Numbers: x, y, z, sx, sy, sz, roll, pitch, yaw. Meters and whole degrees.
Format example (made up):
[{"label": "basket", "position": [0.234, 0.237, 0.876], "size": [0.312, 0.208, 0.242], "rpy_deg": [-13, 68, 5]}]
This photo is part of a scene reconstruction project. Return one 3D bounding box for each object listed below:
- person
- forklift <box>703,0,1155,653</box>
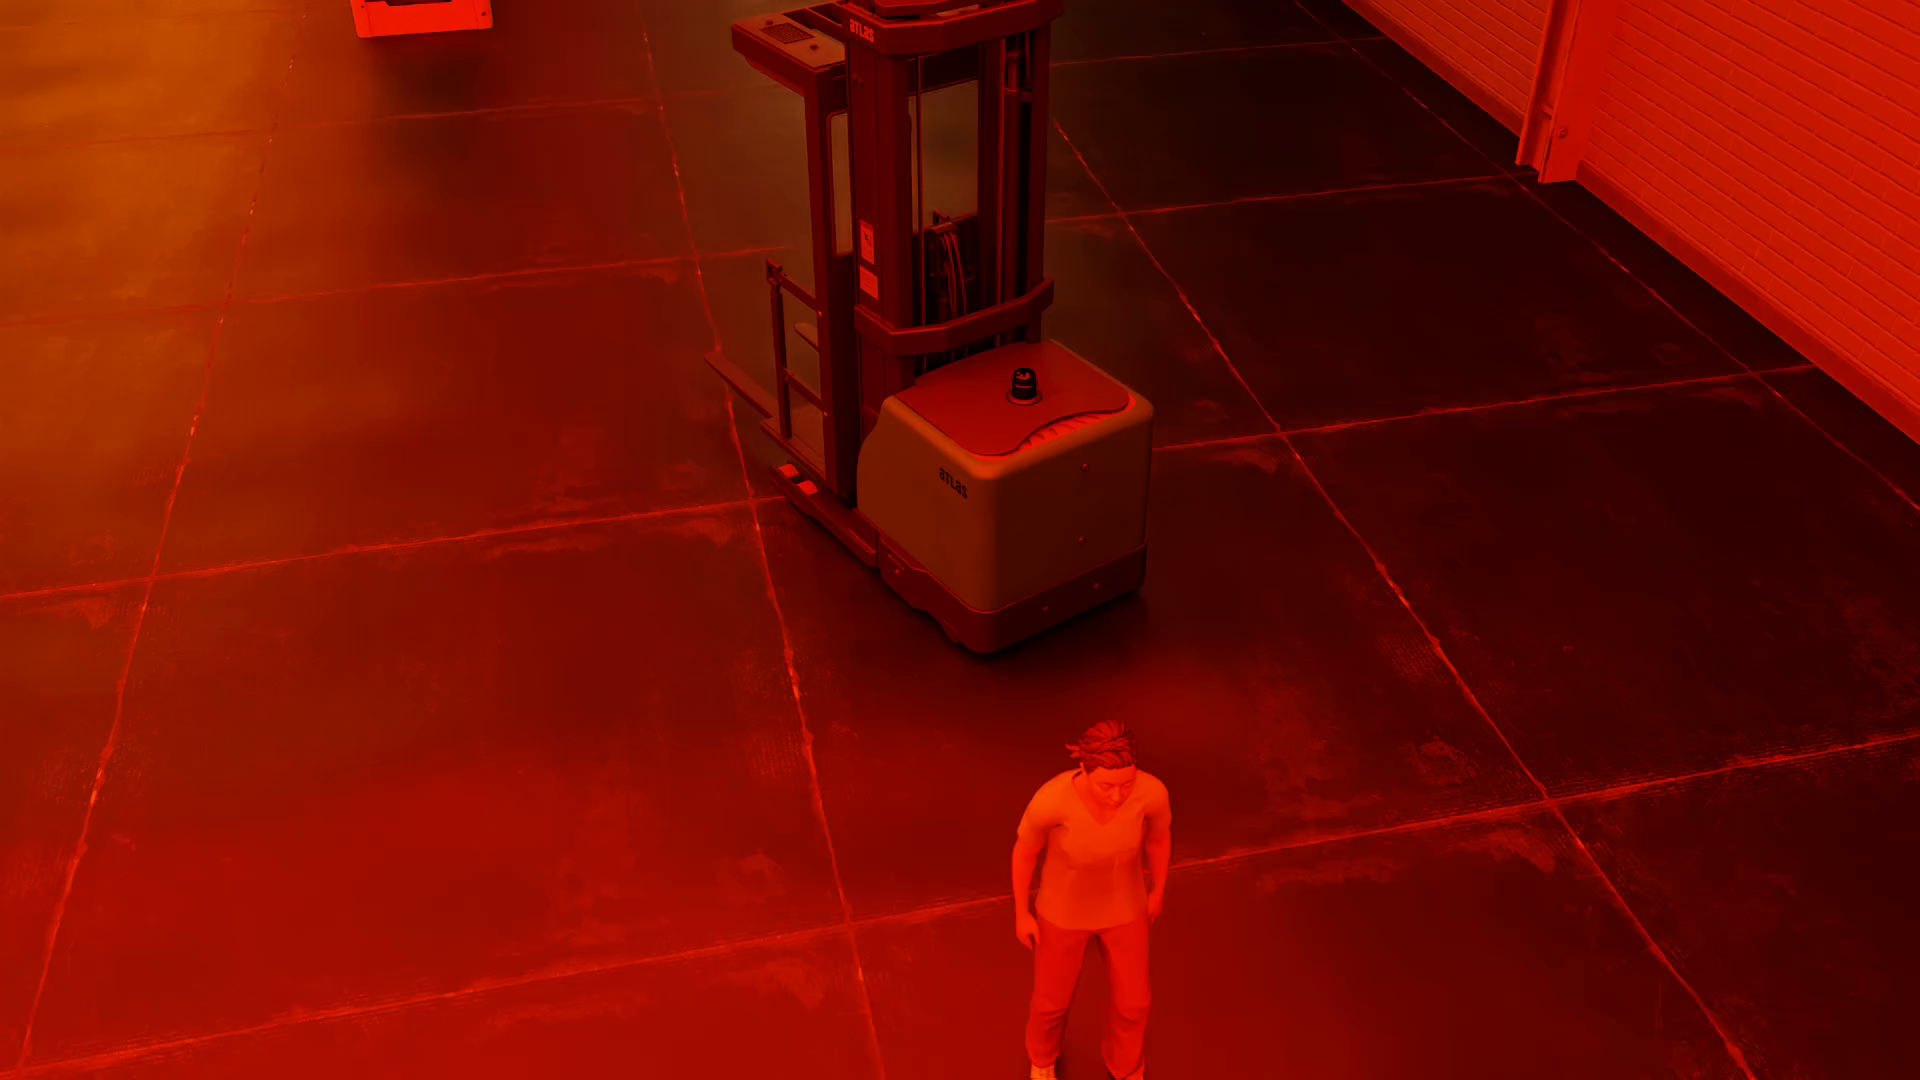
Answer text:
[{"label": "person", "position": [0.436, 1.243, 5.416], "size": [0.521, 1.681, 0.404], "rpy_deg": [-4, 36, -5]}, {"label": "forklift", "position": [-0.350, -1.480, 8.107], "size": [1.130, 2.935, 3.031], "rpy_deg": [-22, 41, -28]}]
